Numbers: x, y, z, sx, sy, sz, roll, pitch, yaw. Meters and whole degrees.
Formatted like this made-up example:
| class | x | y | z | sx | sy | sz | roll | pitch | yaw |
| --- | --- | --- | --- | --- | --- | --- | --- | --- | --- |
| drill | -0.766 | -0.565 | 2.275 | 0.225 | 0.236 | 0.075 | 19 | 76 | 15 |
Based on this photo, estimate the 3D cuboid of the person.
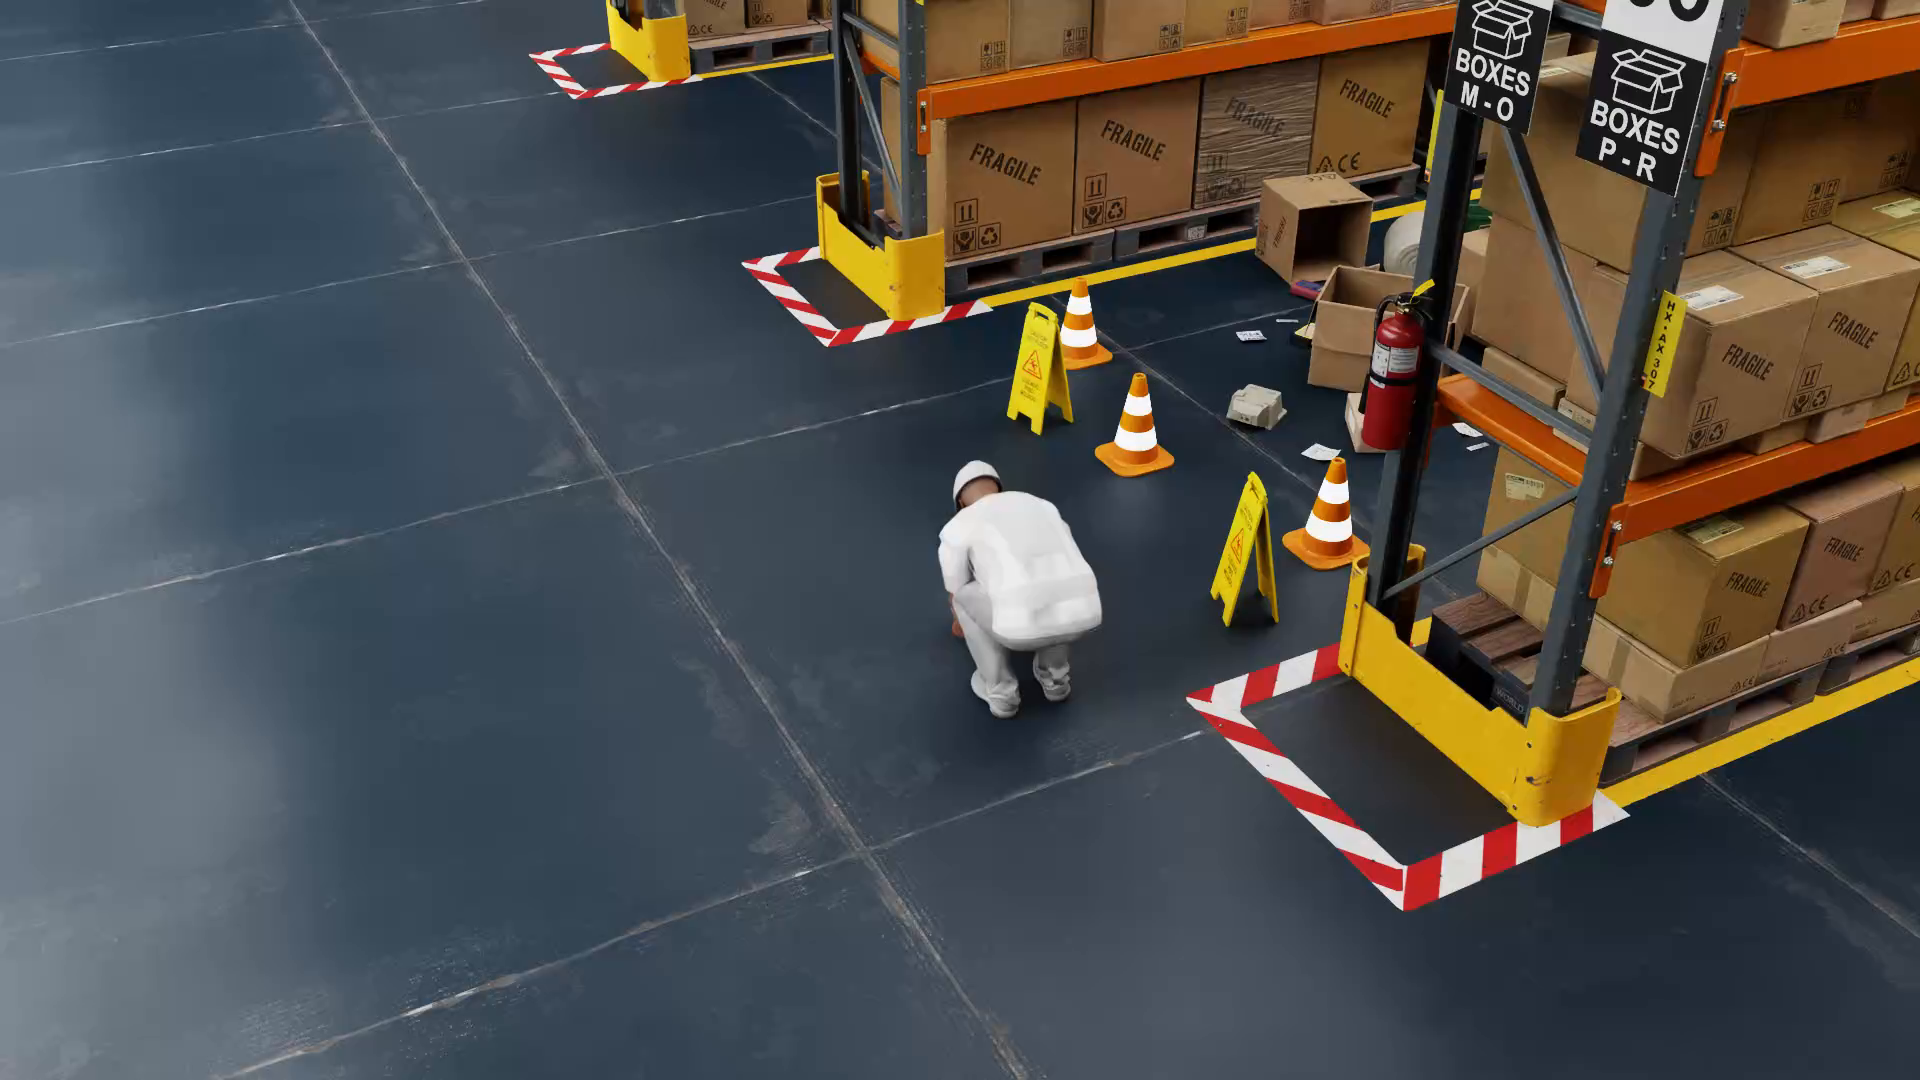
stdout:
| class | x | y | z | sx | sy | sz | roll | pitch | yaw |
| --- | --- | --- | --- | --- | --- | --- | --- | --- | --- |
| person | 0.200 | 0.218 | 6.702 | 0.524 | 0.804 | 0.964 | -10 | 34 | -15 |
